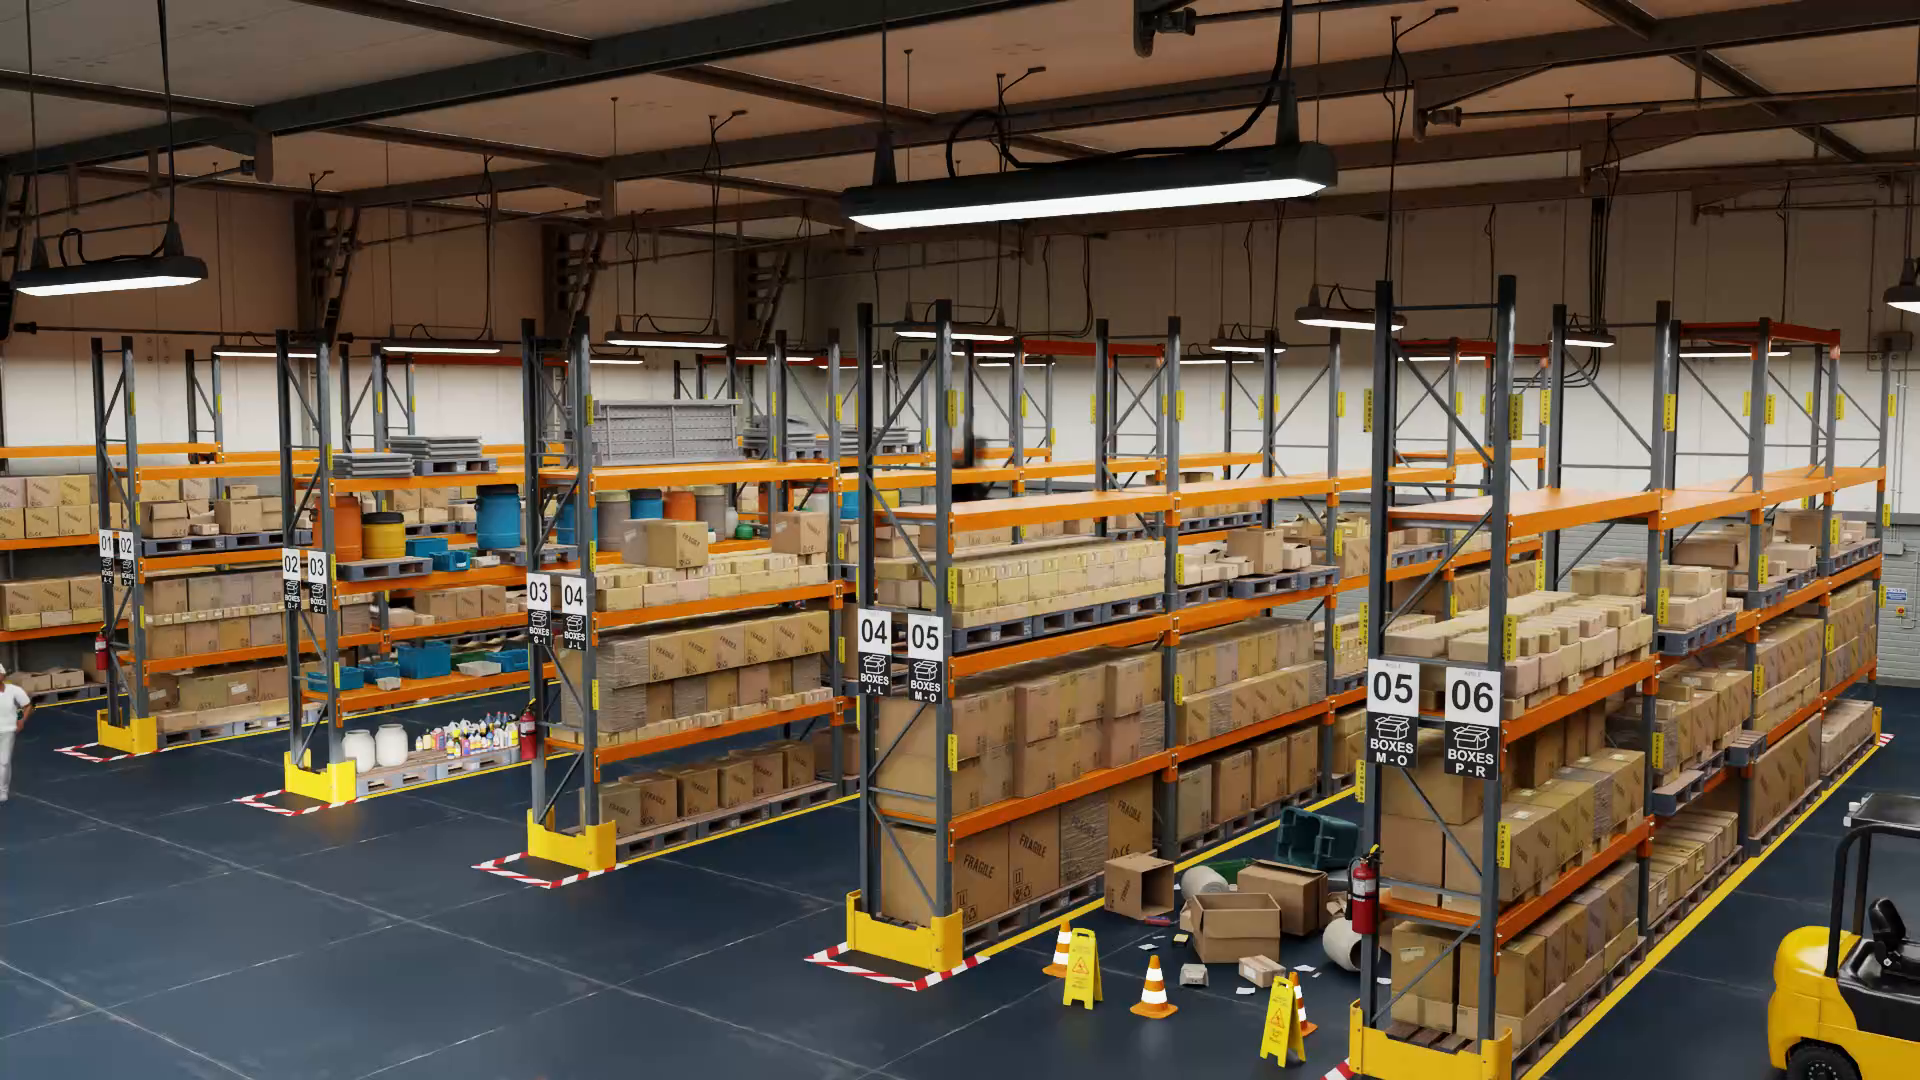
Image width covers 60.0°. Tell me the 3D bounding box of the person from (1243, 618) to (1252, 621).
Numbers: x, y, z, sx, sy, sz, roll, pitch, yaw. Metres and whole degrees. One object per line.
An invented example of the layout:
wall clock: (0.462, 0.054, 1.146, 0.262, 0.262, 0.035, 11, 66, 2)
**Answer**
person: (4.219, 1.942, 24.258, 0.668, 1.641, 0.498, 4, 6, 38)

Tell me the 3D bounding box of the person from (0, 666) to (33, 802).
person: (-12.302, 2.449, 21.346, 0.721, 1.740, 0.607, -2, 5, -22)

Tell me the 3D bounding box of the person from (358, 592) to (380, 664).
person: (-10.556, 1.747, 29.842, 0.596, 1.748, 0.760, 4, 6, 36)
